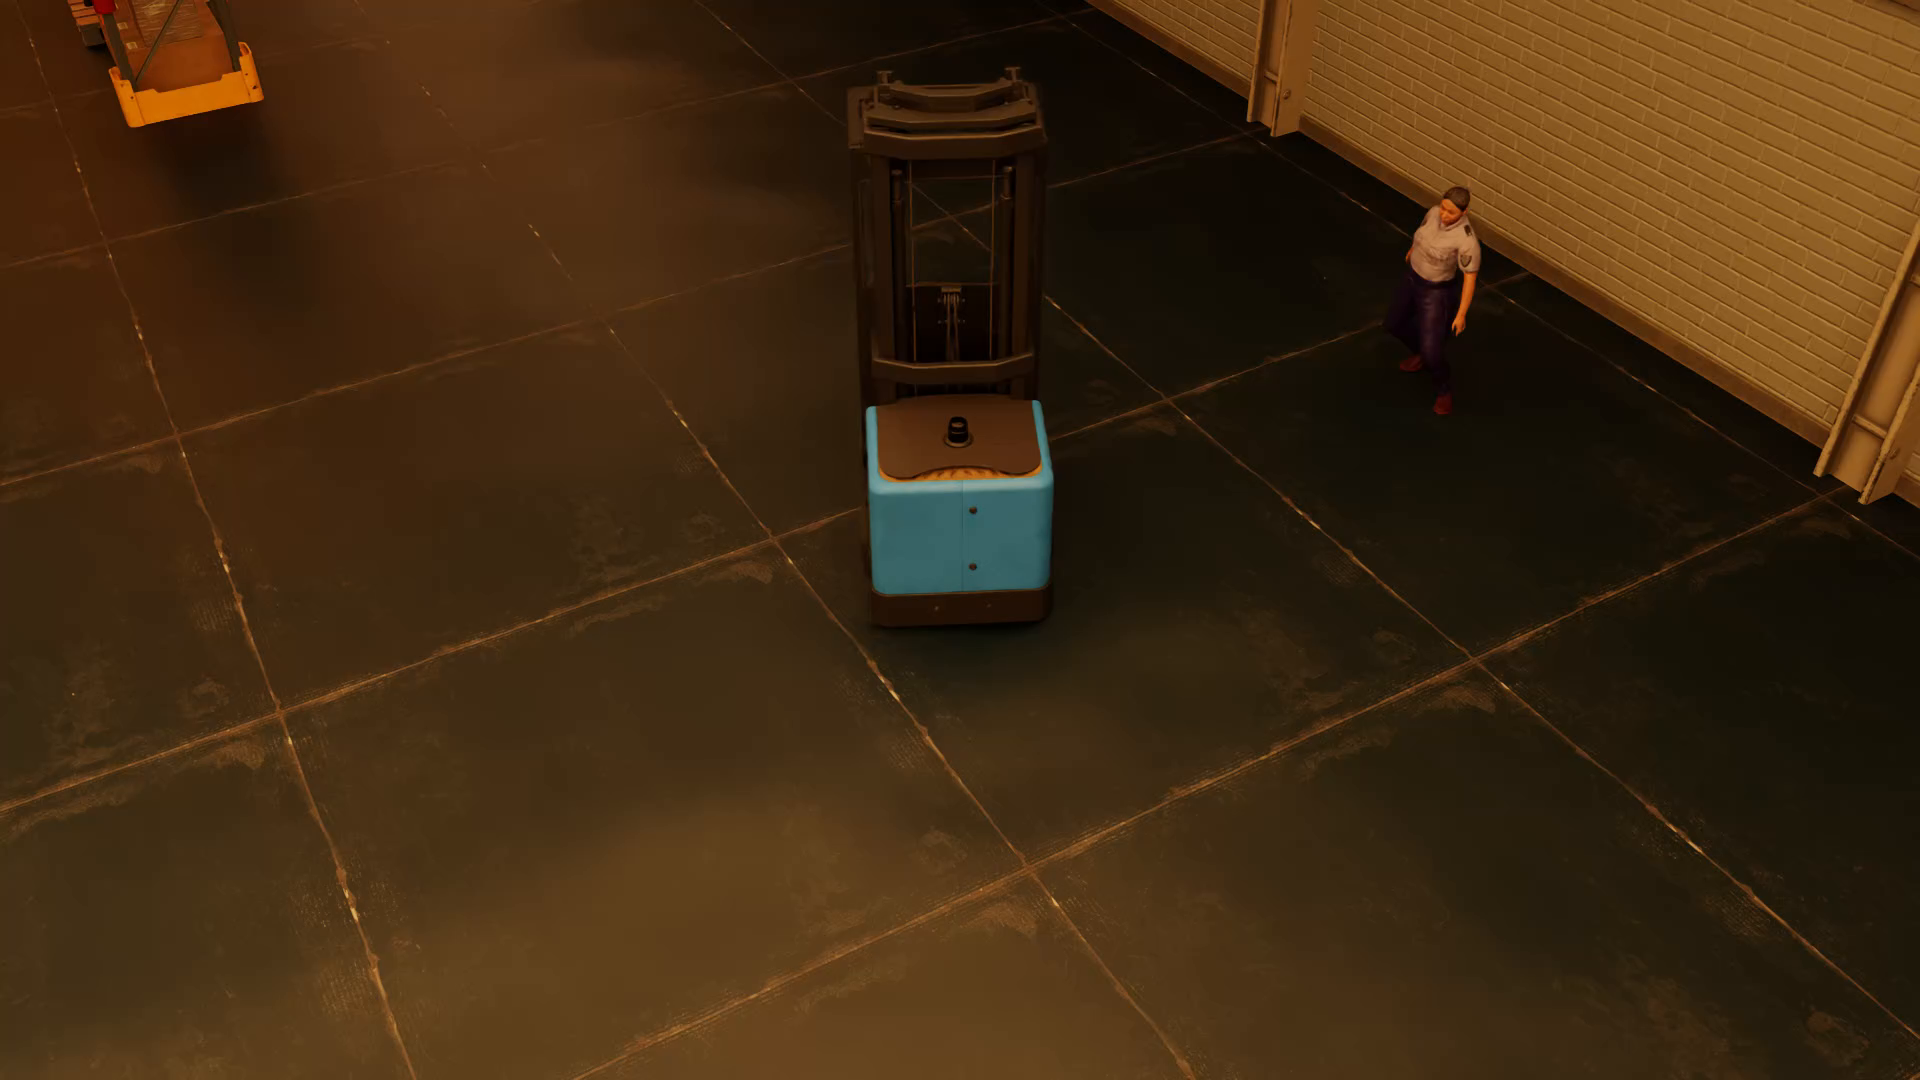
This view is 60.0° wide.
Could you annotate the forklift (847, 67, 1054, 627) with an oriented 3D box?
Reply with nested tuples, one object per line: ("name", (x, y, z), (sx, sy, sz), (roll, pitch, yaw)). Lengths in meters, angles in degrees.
("forklift", (-0.082, -1.551, 9.906), (1.130, 2.935, 3.031), (-2, 40, -3))

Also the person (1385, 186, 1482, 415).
("person", (3.217, -1.715, 11.176), (0.475, 1.578, 0.838), (-13, 41, -15))
